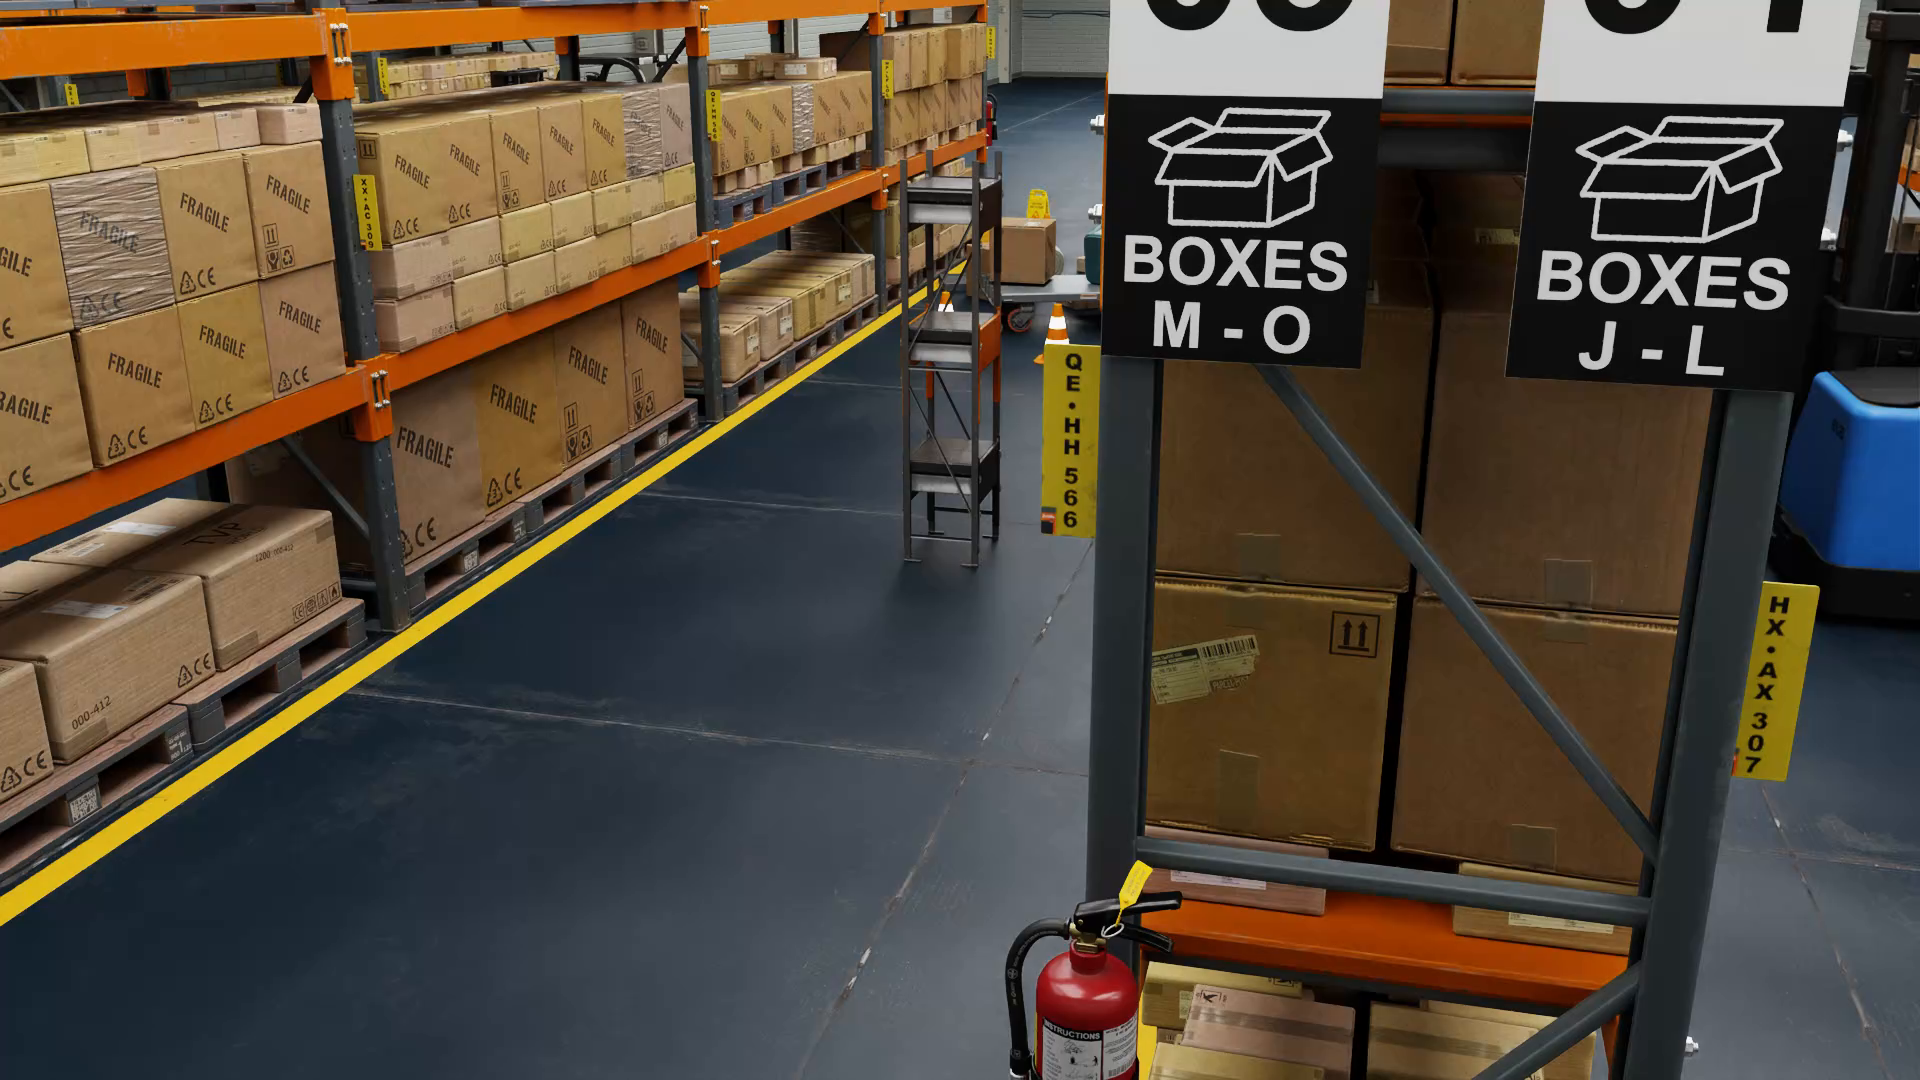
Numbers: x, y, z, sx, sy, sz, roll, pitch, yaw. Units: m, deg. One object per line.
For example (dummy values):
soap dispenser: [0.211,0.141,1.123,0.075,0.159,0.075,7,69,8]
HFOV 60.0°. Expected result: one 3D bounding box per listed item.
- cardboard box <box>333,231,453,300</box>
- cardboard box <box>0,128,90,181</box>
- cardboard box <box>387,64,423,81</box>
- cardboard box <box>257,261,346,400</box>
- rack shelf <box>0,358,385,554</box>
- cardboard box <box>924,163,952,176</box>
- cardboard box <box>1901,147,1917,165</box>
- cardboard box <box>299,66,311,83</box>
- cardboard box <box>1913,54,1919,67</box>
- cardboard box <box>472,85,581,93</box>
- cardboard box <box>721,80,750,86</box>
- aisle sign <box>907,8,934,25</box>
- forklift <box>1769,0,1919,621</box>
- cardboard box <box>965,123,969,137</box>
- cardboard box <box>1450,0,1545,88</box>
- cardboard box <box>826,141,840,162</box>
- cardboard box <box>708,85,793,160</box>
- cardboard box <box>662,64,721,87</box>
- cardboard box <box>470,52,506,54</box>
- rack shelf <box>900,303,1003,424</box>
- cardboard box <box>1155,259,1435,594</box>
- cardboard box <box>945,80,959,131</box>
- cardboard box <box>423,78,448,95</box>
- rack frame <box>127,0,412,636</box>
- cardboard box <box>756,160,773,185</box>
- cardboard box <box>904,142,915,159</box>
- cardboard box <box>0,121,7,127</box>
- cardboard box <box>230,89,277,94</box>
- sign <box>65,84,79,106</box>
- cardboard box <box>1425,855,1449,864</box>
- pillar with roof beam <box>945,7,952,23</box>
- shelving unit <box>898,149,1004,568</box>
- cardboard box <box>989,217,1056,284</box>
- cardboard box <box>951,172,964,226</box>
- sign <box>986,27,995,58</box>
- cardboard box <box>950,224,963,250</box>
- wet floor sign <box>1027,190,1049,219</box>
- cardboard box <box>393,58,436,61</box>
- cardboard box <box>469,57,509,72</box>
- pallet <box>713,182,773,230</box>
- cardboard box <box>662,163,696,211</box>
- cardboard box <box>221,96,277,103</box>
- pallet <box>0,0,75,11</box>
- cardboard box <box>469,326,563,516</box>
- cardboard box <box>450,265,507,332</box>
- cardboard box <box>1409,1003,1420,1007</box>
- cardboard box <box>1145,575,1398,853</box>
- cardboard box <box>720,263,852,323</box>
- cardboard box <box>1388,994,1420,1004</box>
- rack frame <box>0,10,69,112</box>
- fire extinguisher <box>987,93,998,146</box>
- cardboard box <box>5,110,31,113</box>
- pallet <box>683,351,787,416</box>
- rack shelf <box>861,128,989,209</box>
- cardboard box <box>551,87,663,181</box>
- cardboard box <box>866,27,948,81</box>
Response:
cardboard box: [-2.748,-1.307,7.833,0.500,0.250,0.500,4,19,12]
cardboard box: [-3.269,-1.336,5.754,0.380,0.149,0.250,4,19,12]
cardboard box: [-5.593,-4.666,16.588,0.380,0.149,0.250,4,19,12]
cardboard box: [-2.994,-0.908,7.051,0.500,0.500,0.500,5,19,14]
rack shelf: [-3.617,-0.059,5.832,1.077,0.370,4.000,5,19,13]
cardboard box: [-0.295,-3.794,17.094,0.380,0.149,0.250,6,20,16]
cardboard box: [8.848,-3.504,15.193,0.380,0.149,0.250,5,19,13]
cardboard box: [-6.203,-4.543,16.230,0.380,0.149,0.250,5,19,14]
cardboard box: [8.764,-4.202,14.688,0.500,0.500,0.500,5,19,13]
cardboard box: [-2.621,-2.509,10.191,0.500,0.500,0.500,5,19,14]
cardboard box: [-1.938,-3.323,13.012,0.500,0.500,0.500,4,19,11]
aisle sign: [-0.482,-6.062,18.271,0.394,0.787,0.004,5,19,13]
forklift: [4.960,-1.408,8.775,1.130,2.935,3.031,4,19,13]
cardboard box: [-0.119,-4.368,17.723,0.380,0.149,0.250,4,19,12]
cardboard box: [1.076,-0.882,2.721,0.500,0.250,0.500,5,20,15]
cardboard box: [-1.201,-3.185,13.612,0.380,0.149,0.250,5,19,14]
cardboard box: [-1.573,-3.120,12.418,0.500,0.500,0.500,5,19,14]
cardboard box: [-2.025,-3.509,12.551,0.380,0.149,0.250,4,19,11]
cardboard box: [-5.426,-5.506,19.050,0.380,0.149,0.250,5,20,15]
rack shelf: [-0.040,-0.929,8.701,0.431,0.518,0.480,5,19,13]
cardboard box: [0.589,-0.238,3.081,0.500,0.500,0.500,4,19,12]
cardboard box: [-0.315,-4.470,17.020,0.500,0.500,0.500,5,19,13]
cardboard box: [-5.425,-4.595,16.840,0.380,0.149,0.250,5,20,15]
rack frame: [-3.129,-1.026,7.551,1.000,3.000,0.127,5,19,13]
cardboard box: [-1.591,-2.700,12.190,0.380,0.149,0.250,5,19,14]
cardboard box: [-0.645,-3.732,15.861,0.380,0.149,0.250,5,20,15]
cardboard box: [-3.739,-1.456,6.105,0.380,0.149,0.250,4,19,12]
cardboard box: [-6.461,-4.027,15.180,0.380,0.149,0.250,5,19,13]
sign: [-6.437,-3.141,12.075,0.100,0.325,0.005,5,19,13]
cardboard box: [1.138,0.547,3.334,0.380,0.149,0.250,5,20,15]
pillar with roof beam: [3.983,-15.053,39.335,9.100,9.000,0.400,5,19,13]
shelving unit: [-0.040,-0.942,8.696,0.431,2.100,0.503,5,19,13]
cardboard box: [0.559,-2.578,14.790,0.500,0.500,0.500,5,19,13]
cardboard box: [-0.264,-3.604,17.543,0.500,0.500,0.500,5,20,15]
sign: [0.336,-5.435,18.178,0.100,0.325,0.005,5,19,13]
cardboard box: [-0.268,-3.249,17.662,0.500,0.250,0.500,5,19,14]
wet floor sign: [0.887,-3.648,18.871,0.267,0.644,0.232,12,22,32]
cardboard box: [-5.767,-5.019,17.623,0.380,0.149,0.250,5,20,15]
cardboard box: [-5.109,-5.136,17.966,0.380,0.149,0.250,5,19,14]
pallet: [-2.081,-2.421,11.932,1.213,0.211,1.003,5,19,13]
cardboard box: [-2.023,-2.274,10.662,0.500,0.250,0.500,5,19,13]
cardboard box: [-6.140,-3.751,14.372,0.380,0.149,0.250,5,19,14]
pallet: [-3.639,-1.767,5.216,1.003,0.211,1.213,5,19,13]
cardboard box: [-2.842,-0.704,9.245,0.875,0.875,0.875,5,20,15]
cardboard box: [-2.640,-1.235,8.394,0.500,0.250,0.500,4,19,12]
cardboard box: [1.359,1.215,4.289,0.380,0.149,0.250,5,20,15]
cardboard box: [0.579,0.238,3.237,0.500,0.500,0.500,5,20,14]
cardboard box: [-1.472,-2.099,14.107,0.950,0.372,0.625,6,20,17]
cardboard box: [1.293,1.069,4.257,0.380,0.149,0.250,4,19,11]
rack frame: [-6.966,-2.671,12.366,1.000,3.000,0.127,5,19,13]
fire extinguisher: [0.278,-4.750,18.574,0.296,0.674,0.183,5,19,13]
cardboard box: [-7.127,-3.234,12.856,0.380,0.149,0.250,5,20,15]
pallet: [-1.959,-1.205,12.389,1.003,0.211,1.213,5,19,13]
rack shelf: [-0.686,-3.820,16.844,1.077,0.370,4.000,5,19,13]
cardboard box: [-2.142,-2.456,10.037,0.500,0.500,0.500,5,19,14]
cardboard box: [-0.522,-4.800,16.438,0.700,0.500,0.500,5,19,13]
